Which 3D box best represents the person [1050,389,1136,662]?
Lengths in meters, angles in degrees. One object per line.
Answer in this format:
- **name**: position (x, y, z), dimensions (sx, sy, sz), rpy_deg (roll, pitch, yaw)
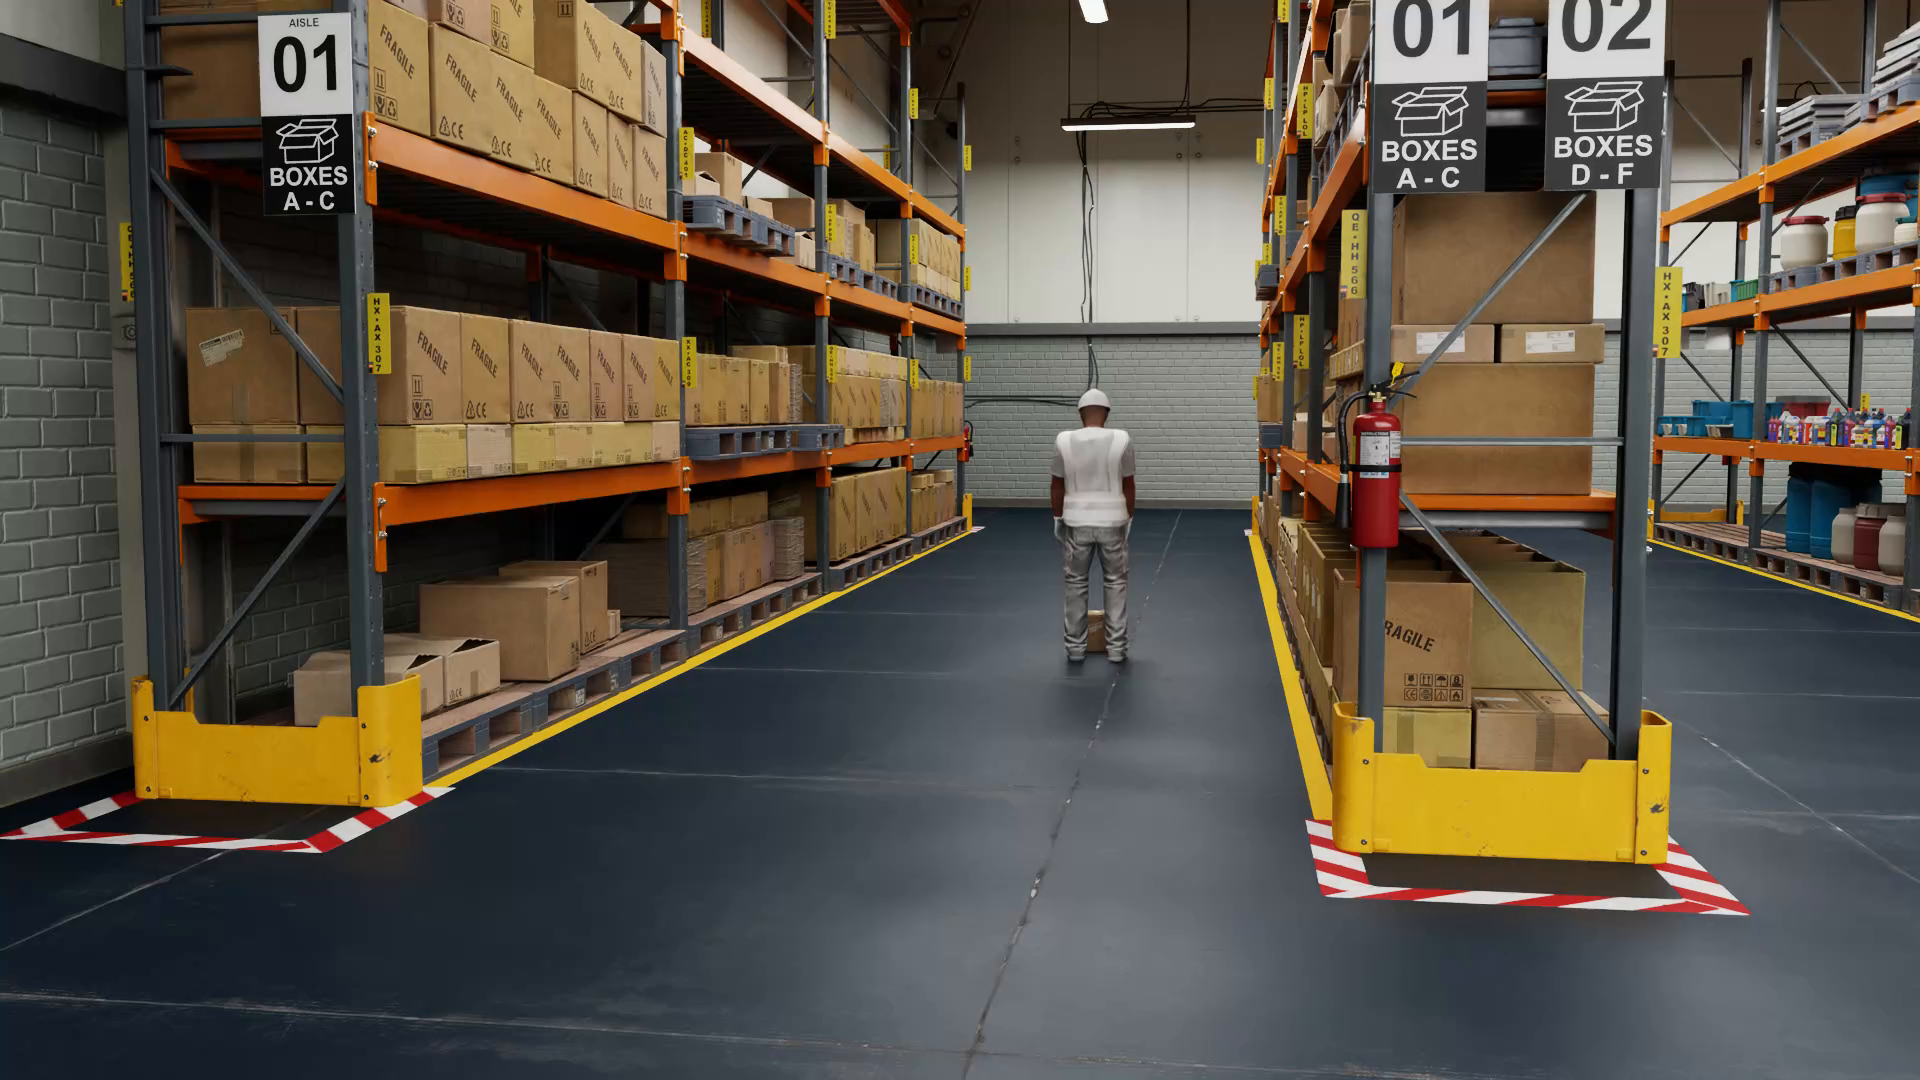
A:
- **person**: position (0.867, -0.095, 10.844), dimensions (0.557, 1.767, 0.389), rpy_deg (1, 4, 10)
